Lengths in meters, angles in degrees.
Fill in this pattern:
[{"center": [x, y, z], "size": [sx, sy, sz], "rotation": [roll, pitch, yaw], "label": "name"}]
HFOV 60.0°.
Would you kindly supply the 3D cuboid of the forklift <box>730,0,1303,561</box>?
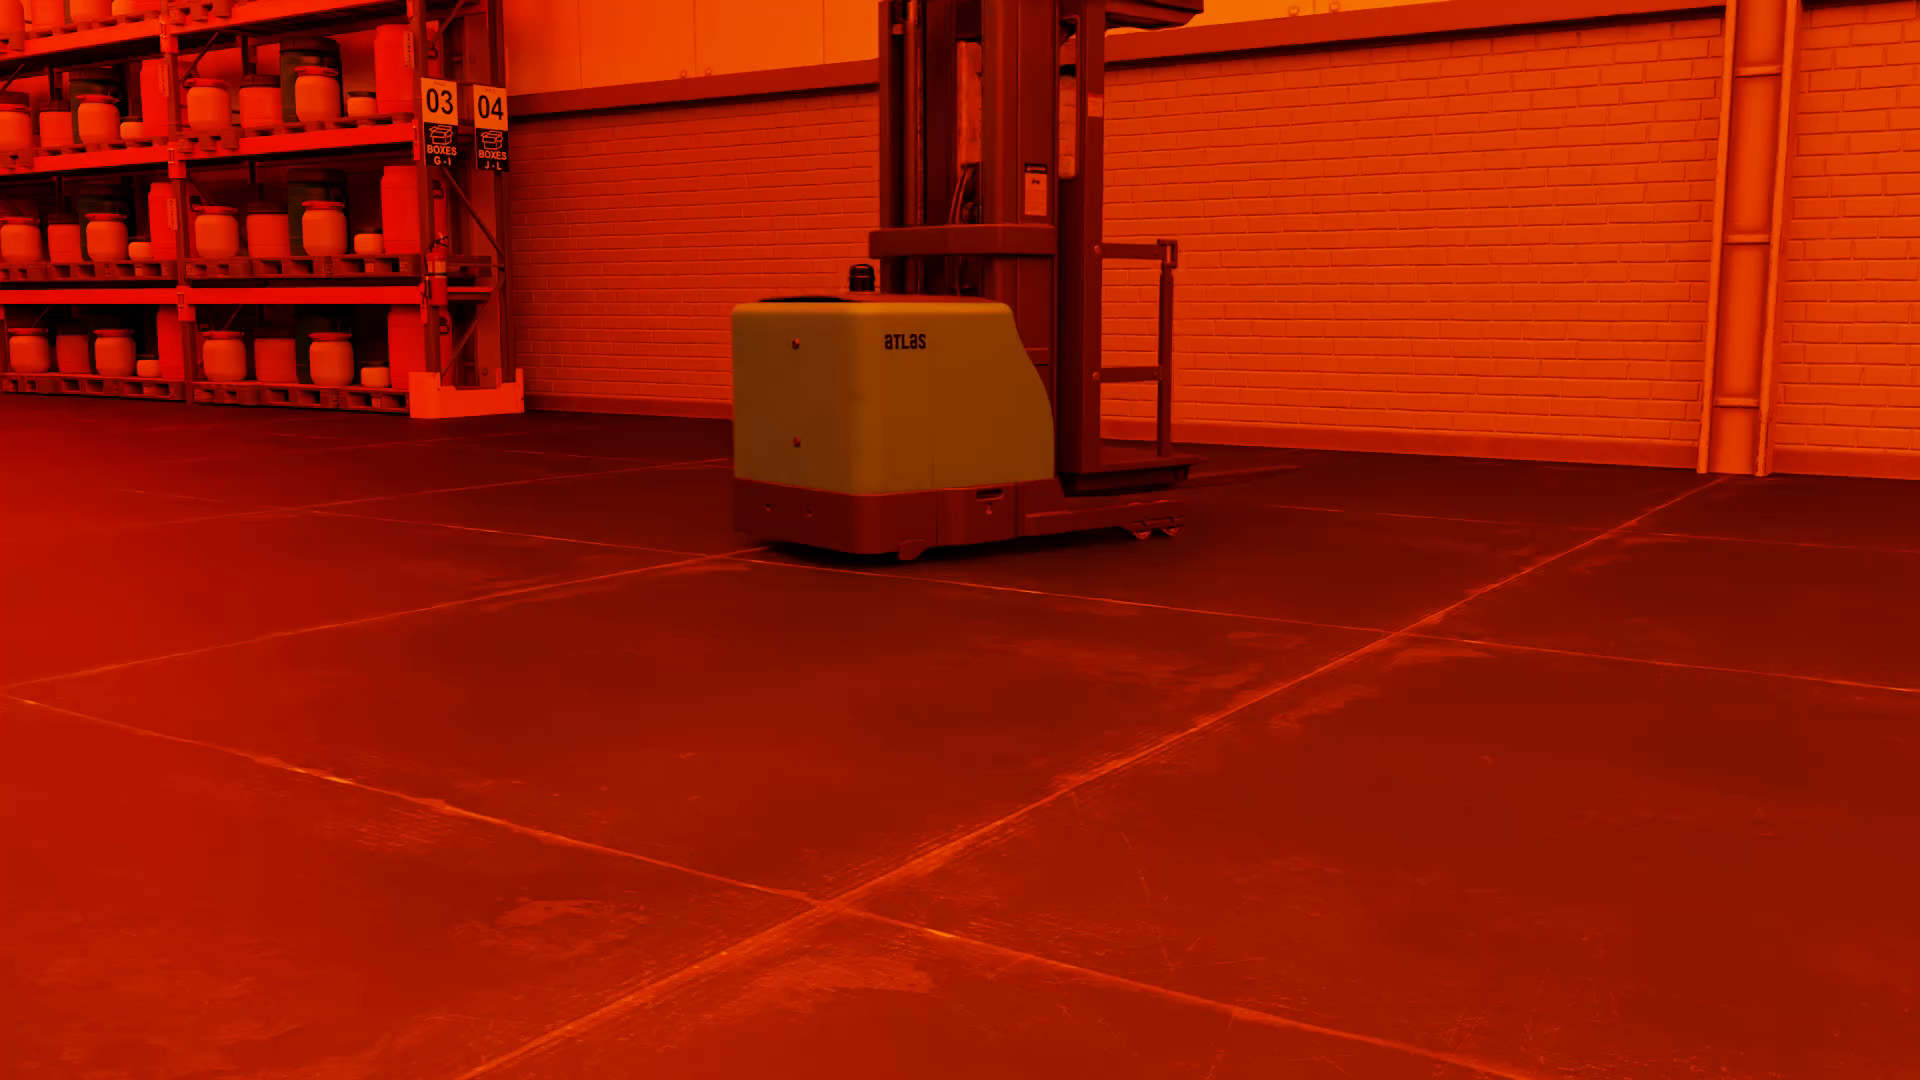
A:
[{"center": [0.428, -1.510, 7.812], "size": [3.031, 2.935, 1.130], "rotation": [-7, 11, -40], "label": "forklift"}]
